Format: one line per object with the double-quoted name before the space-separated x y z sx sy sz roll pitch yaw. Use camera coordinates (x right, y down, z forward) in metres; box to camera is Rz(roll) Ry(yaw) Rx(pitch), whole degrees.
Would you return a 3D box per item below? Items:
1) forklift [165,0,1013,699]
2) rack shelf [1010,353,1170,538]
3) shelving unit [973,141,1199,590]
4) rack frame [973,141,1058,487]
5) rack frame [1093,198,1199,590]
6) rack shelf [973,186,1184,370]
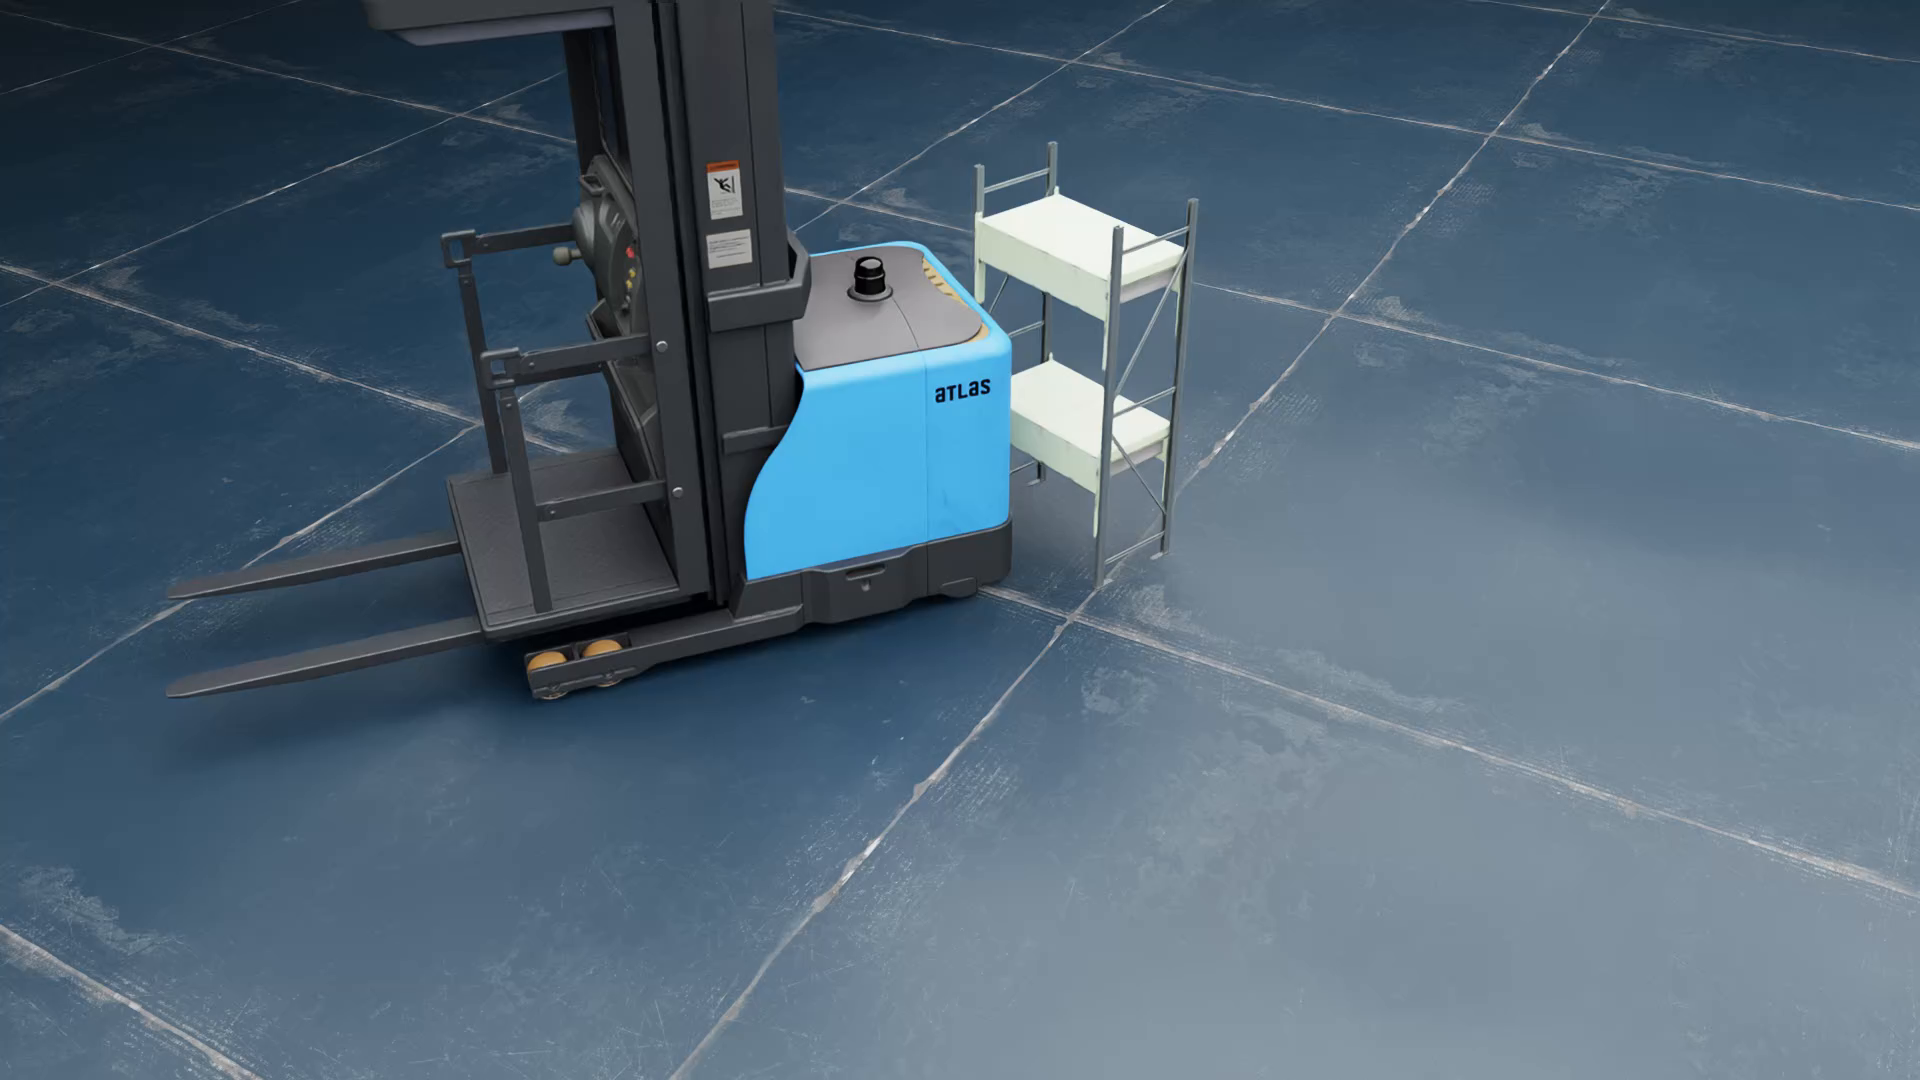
"forklift" -1.370 -0.988 5.589 3.031 2.935 1.130 -12 36 -18
"rack shelf" 0.444 -0.388 6.568 0.431 0.370 0.720 -25 41 -32
"shelving unit" 0.444 -0.660 6.388 0.431 1.500 0.755 -25 41 -32
"rack frame" 0.210 -0.816 6.622 0.400 1.500 0.023 -25 41 -32
"rack frame" 0.678 -0.504 6.154 0.400 1.500 0.023 -25 41 -32
"rack shelf" 0.444 -0.985 6.171 0.431 0.370 0.720 -25 41 -32
